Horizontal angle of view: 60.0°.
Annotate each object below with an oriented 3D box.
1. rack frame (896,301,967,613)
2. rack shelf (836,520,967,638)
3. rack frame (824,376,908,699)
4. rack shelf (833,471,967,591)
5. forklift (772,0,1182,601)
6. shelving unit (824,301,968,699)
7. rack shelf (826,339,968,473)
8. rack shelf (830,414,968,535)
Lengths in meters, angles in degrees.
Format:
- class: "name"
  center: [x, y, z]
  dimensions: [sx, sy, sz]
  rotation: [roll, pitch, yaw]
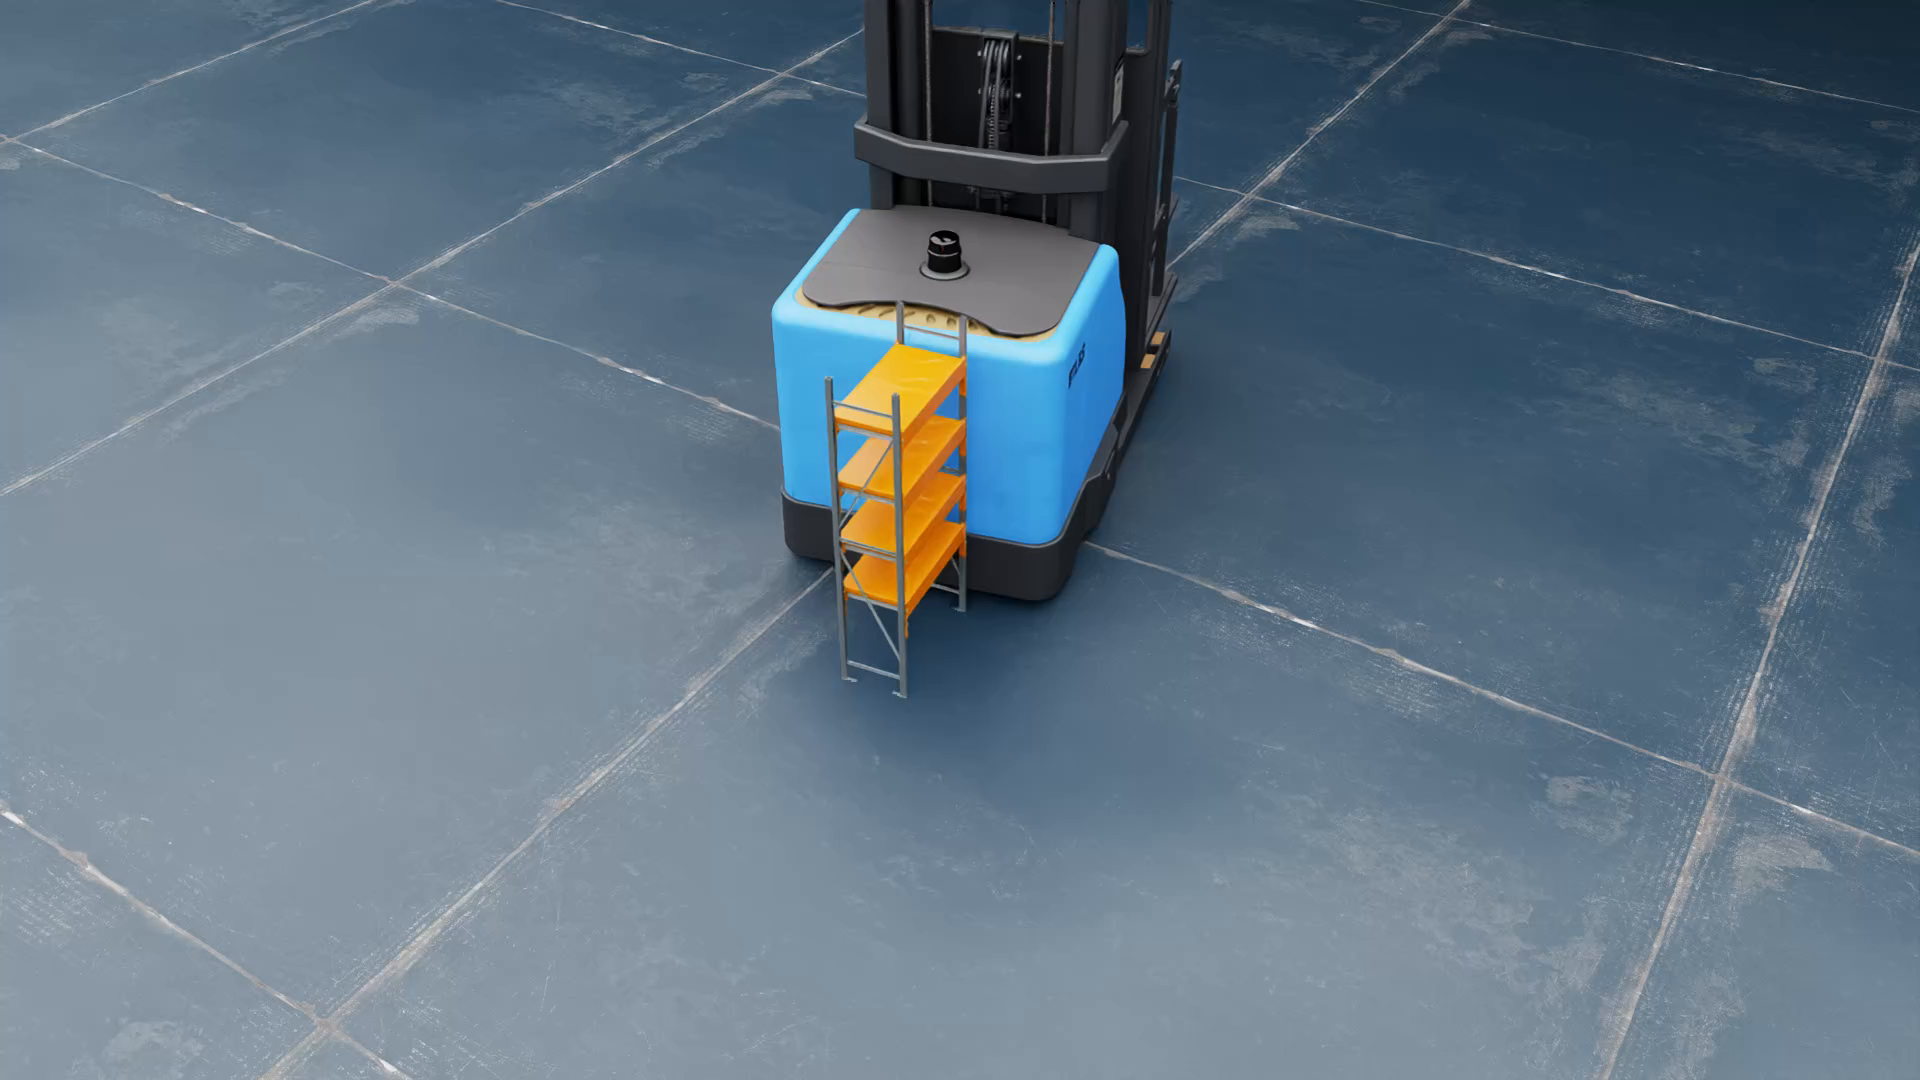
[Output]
- class: "rack frame"
  center: [-0.090, -0.248, 5.590]
  dimensions: [0.240, 1.200, 0.015]
  rotation: [15, 40, 19]
- class: "rack shelf"
  center: [-0.189, 0.098, 5.575]
  dimensions: [0.258, 0.148, 0.480]
  rotation: [15, 40, 19]
- class: "rack frame"
  center: [-0.288, 0.024, 5.236]
  dimensions: [0.240, 1.200, 0.015]
  rotation: [15, 40, 19]
- class: "rack shelf"
  center: [-0.189, -0.059, 5.454]
  dimensions: [0.258, 0.148, 0.480]
  rotation: [15, 40, 19]
- class: "forklift"
  center: [0.282, -1.851, 6.250]
  dimensions: [1.130, 2.935, 3.031]
  rotation: [11, 39, 14]
- class: "shelving unit"
  center: [-0.189, -0.112, 5.413]
  dimensions: [0.258, 1.200, 0.503]
  rotation: [15, 40, 19]
- class: "rack shelf"
  center: [-0.189, -0.423, 5.173]
  dimensions: [0.258, 0.148, 0.480]
  rotation: [15, 40, 19]
- class: "rack shelf"
  center: [-0.189, -0.236, 5.317]
  dimensions: [0.258, 0.148, 0.480]
  rotation: [15, 40, 19]
